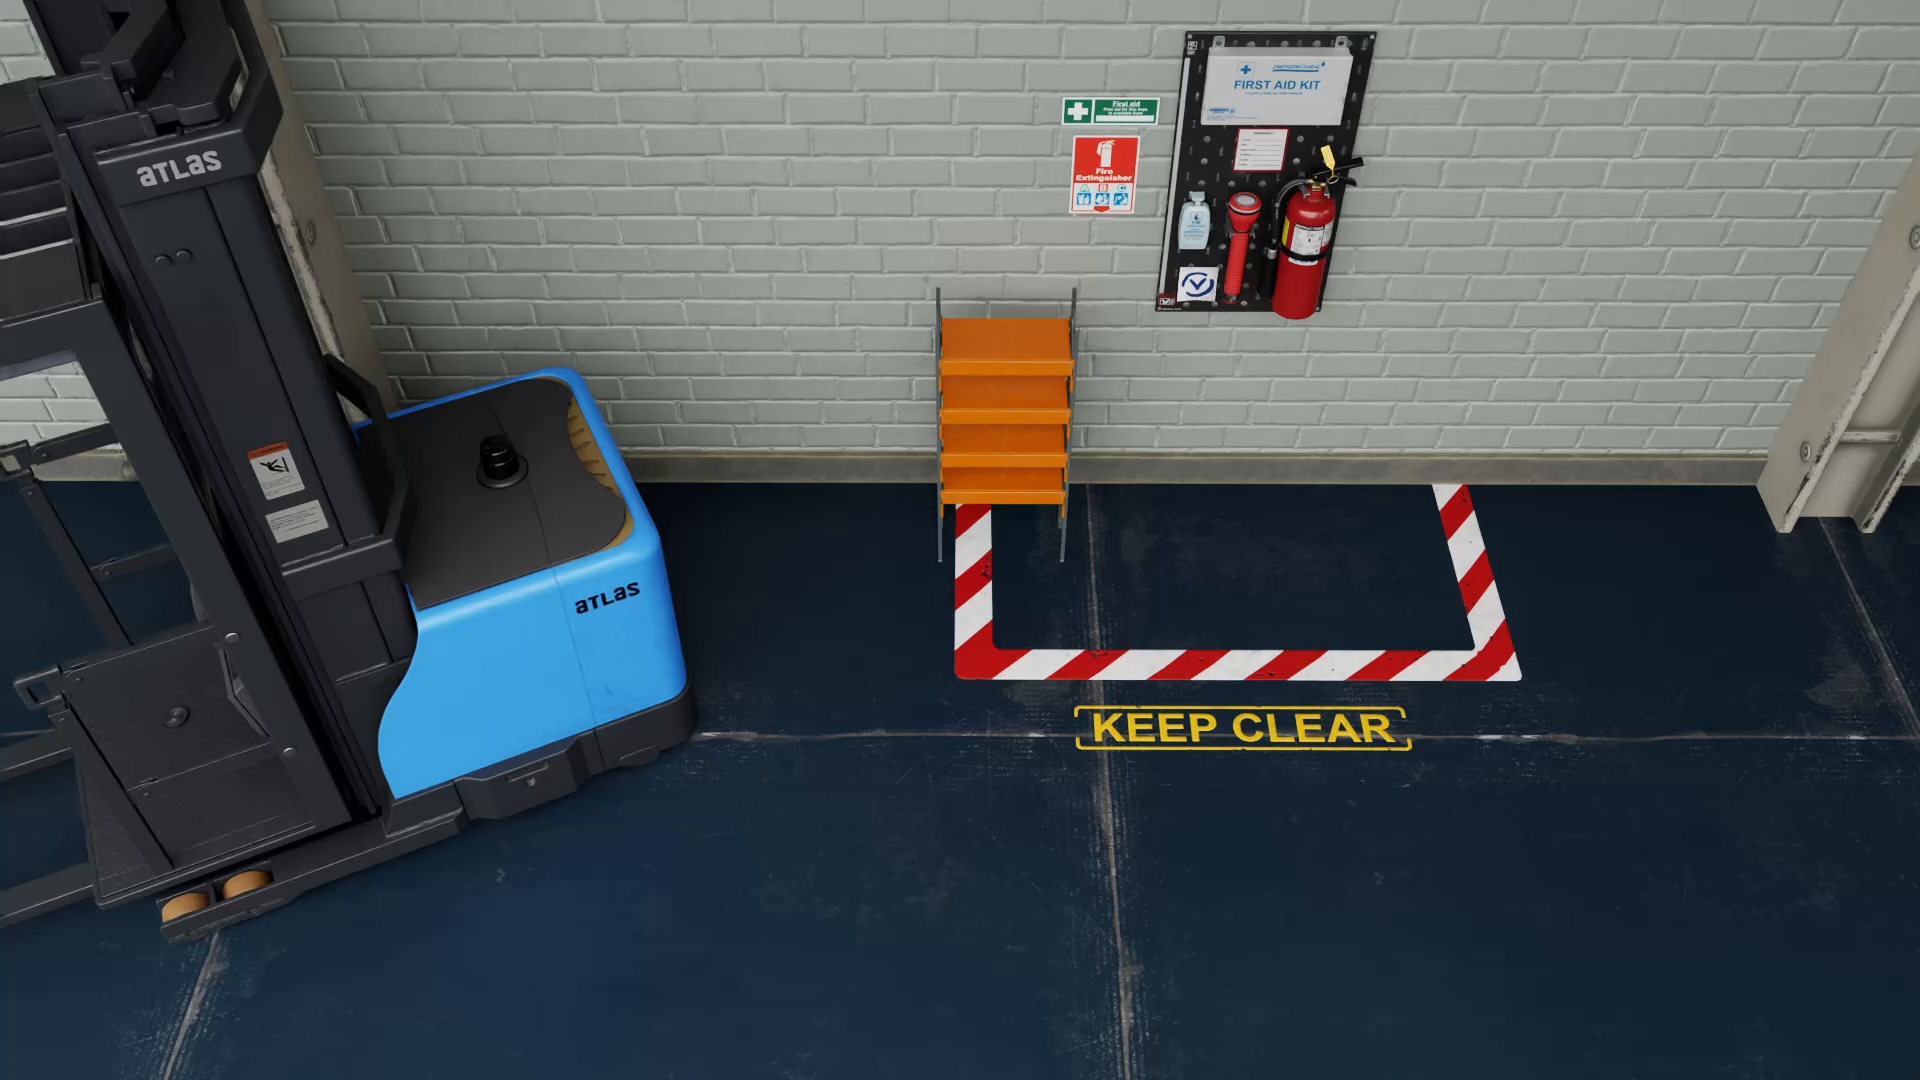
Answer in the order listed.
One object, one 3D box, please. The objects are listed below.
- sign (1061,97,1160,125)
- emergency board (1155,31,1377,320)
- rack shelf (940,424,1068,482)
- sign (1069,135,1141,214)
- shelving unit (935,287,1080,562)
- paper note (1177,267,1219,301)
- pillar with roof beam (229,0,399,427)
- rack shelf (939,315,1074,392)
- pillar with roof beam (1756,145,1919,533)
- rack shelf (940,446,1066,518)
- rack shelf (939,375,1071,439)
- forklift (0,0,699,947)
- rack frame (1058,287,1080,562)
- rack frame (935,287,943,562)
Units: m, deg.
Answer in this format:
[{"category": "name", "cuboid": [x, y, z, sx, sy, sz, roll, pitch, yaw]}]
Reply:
[{"category": "sign", "cuboid": [0.514, -1.463, 5.677, 0.331, 0.109, 0.001, 0, 47, 0]}, {"category": "emergency board", "cuboid": [1.062, -1.200, 5.818, 0.643, 1.169, 0.194, 0, 47, 0]}, {"category": "rack shelf", "cuboid": [0.166, -0.362, 6.360, 0.480, 0.148, 0.258, 0, 47, 0]}, {"category": "sign", "cuboid": [0.509, -1.289, 5.877, 0.234, 0.329, 0.001, 0, 47, 0]}, {"category": "shelving unit", "cuboid": [0.166, -0.408, 6.310, 0.503, 1.200, 0.258, 0, 47, 0]}, {"category": "paper note", "cuboid": [0.885, -0.951, 6.188, 0.142, 0.148, 0.016, 0, 47, 0]}, {"category": "pillar with roof beam", "cuboid": [-2.483, -0.075, 0.672, 0.400, 9.000, 9.100, 0, 47, 0]}, {"category": "rack shelf", "cuboid": [0.166, -0.676, 6.023, 0.480, 0.148, 0.258, 0, 47, 0]}, {"category": "pillar with roof beam", "cuboid": [3.517, -0.058, 0.657, 0.400, 9.000, 9.100, 0, 47, 0]}, {"category": "rack shelf", "cuboid": [0.166, -0.227, 6.505, 0.480, 0.148, 0.258, 0, 47, 0]}, {"category": "rack shelf", "cuboid": [0.166, -0.515, 6.196, 0.480, 0.148, 0.258, 0, 47, 0]}, {"category": "forklift", "cuboid": [-2.506, -0.118, 4.858, 3.031, 2.935, 1.130, -19, 50, -17]}, {"category": "rack frame", "cuboid": [0.410, -0.408, 6.310, 0.015, 1.200, 0.240, 0, 47, 0]}, {"category": "rack frame", "cuboid": [-0.078, -0.409, 6.311, 0.015, 1.200, 0.240, 0, 47, 0]}]
